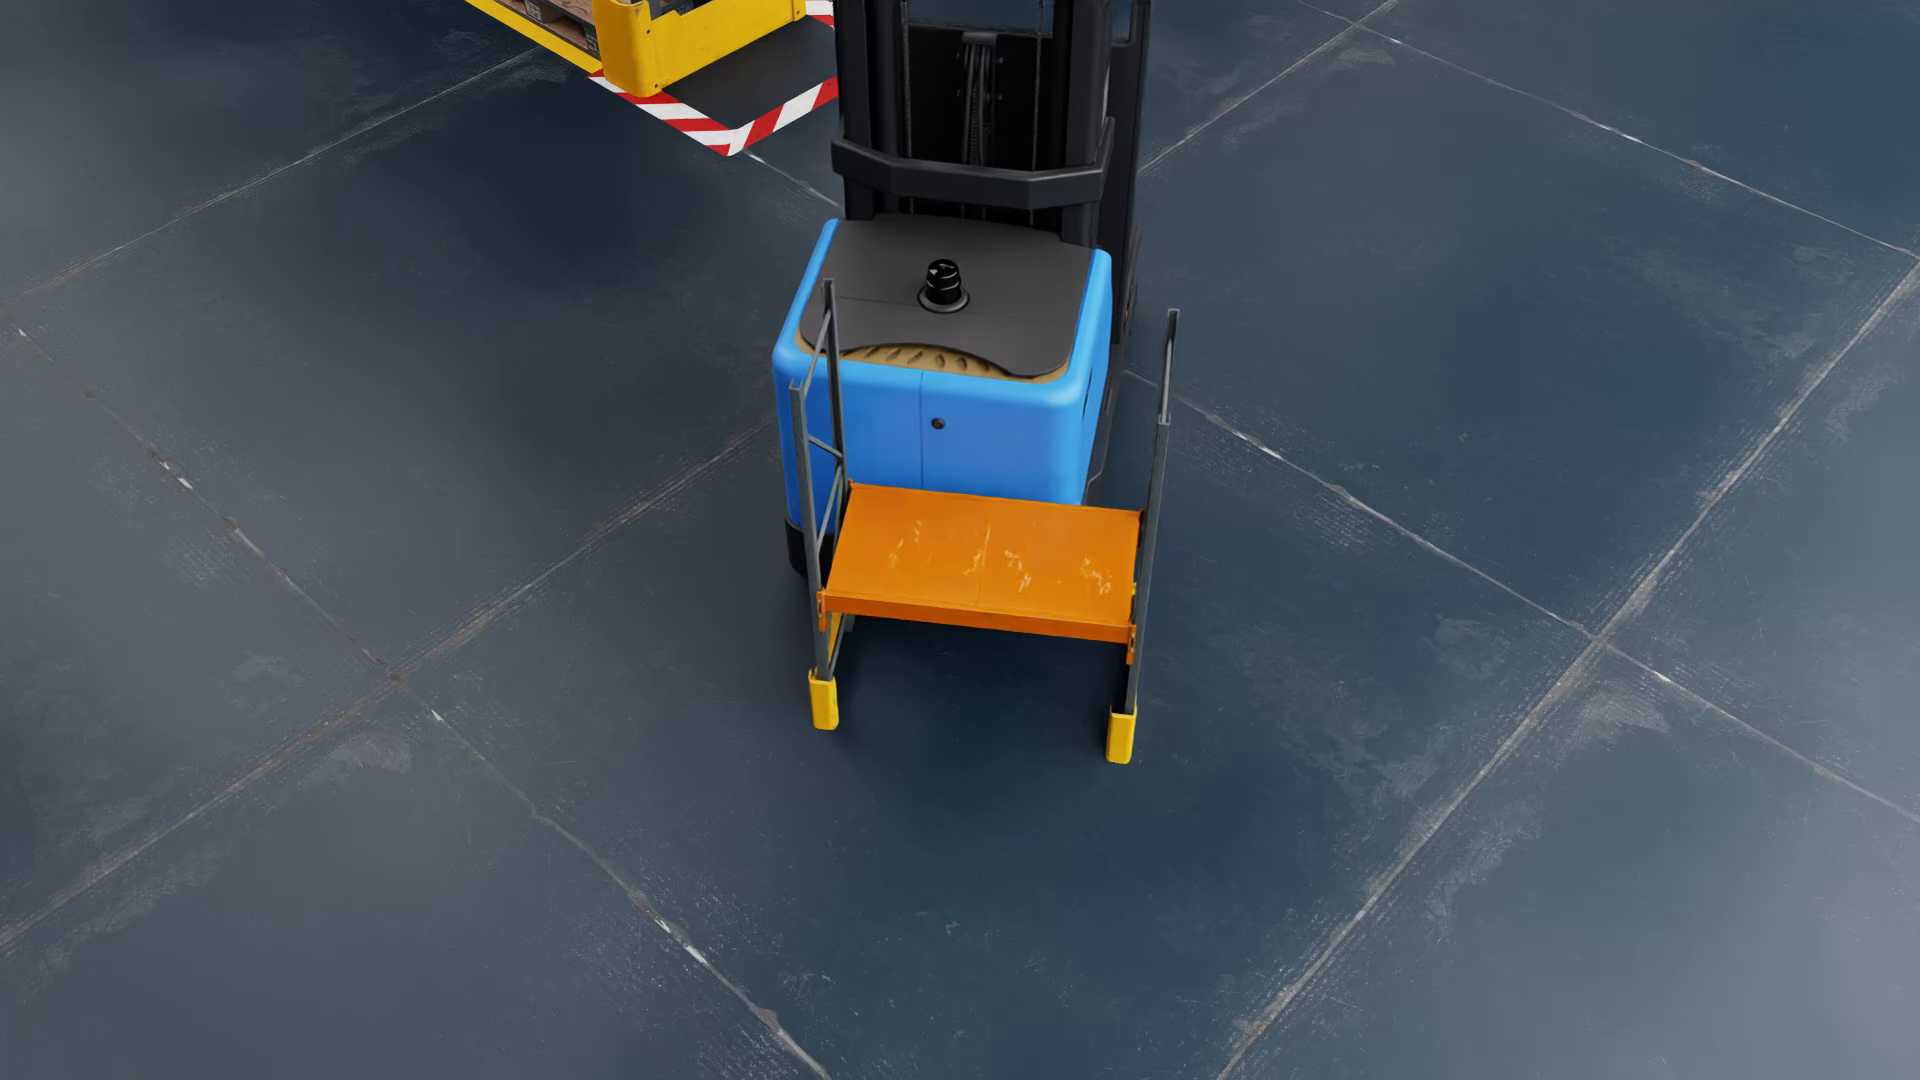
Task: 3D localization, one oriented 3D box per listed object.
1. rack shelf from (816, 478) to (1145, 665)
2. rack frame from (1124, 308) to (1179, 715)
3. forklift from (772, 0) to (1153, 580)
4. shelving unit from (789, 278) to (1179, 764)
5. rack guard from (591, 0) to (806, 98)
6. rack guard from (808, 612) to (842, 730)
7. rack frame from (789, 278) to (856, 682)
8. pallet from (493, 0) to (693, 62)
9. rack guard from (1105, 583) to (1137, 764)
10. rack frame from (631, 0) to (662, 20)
[{"bbox_3d":[0.081,0.093,5.380,1.000,0.185,0.538,6,47,5],"label":"rack shelf"},{"bbox_3d":[0.585,0.022,5.200,0.032,1.500,0.500,6,47,5],"label":"rack frame"},{"bbox_3d":[0.153,-1.845,5.972,1.130,2.935,3.031,8,47,7],"label":"forklift"},{"bbox_3d":[0.072,-0.031,5.250,1.083,1.500,0.587,6,47,5],"label":"shelving unit"},{"bbox_3d":[-1.318,-2.765,8.503,0.348,0.500,1.175,34,55,28],"label":"rack guard"},{"bbox_3d":[-0.421,0.346,5.753,0.087,0.250,0.587,6,47,5],"label":"rack guard"},{"bbox_3d":[-0.422,-0.081,5.297,0.032,1.500,0.500,6,47,5],"label":"rack frame"},{"bbox_3d":[-1.911,-3.070,8.988,1.213,0.211,1.003,34,55,28],"label":"pallet"},{"bbox_3d":[0.566,0.447,5.658,0.087,0.250,0.587,6,47,5],"label":"rack guard"},{"bbox_3d":[-1.230,-3.608,7.580,0.127,3.000,1.000,34,55,28],"label":"rack frame"}]
